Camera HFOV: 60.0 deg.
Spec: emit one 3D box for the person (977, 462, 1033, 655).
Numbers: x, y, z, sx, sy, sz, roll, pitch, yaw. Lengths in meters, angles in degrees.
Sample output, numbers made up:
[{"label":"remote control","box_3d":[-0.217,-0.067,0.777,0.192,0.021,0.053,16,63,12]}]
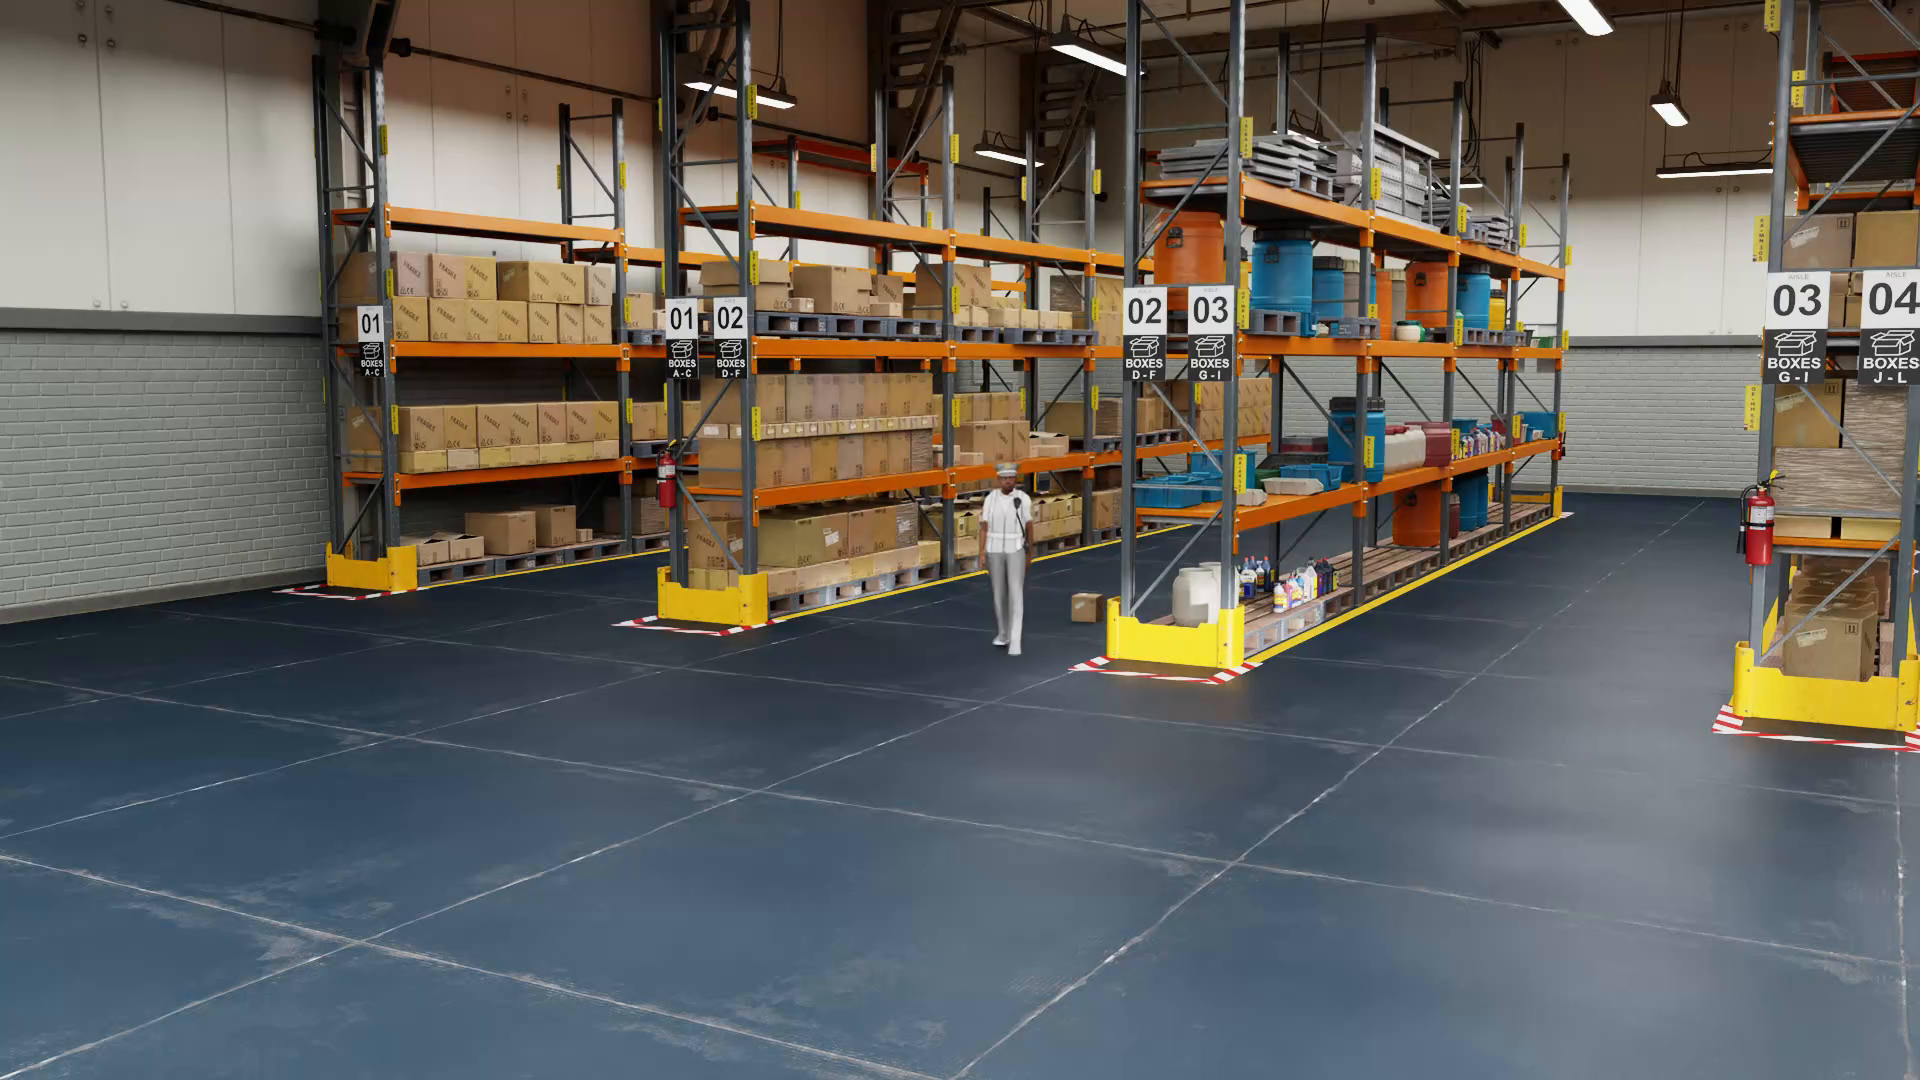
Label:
[{"label":"person","box_3d":[0.408,0.173,14.859,0.463,1.749,0.596,1,6,11]}]
